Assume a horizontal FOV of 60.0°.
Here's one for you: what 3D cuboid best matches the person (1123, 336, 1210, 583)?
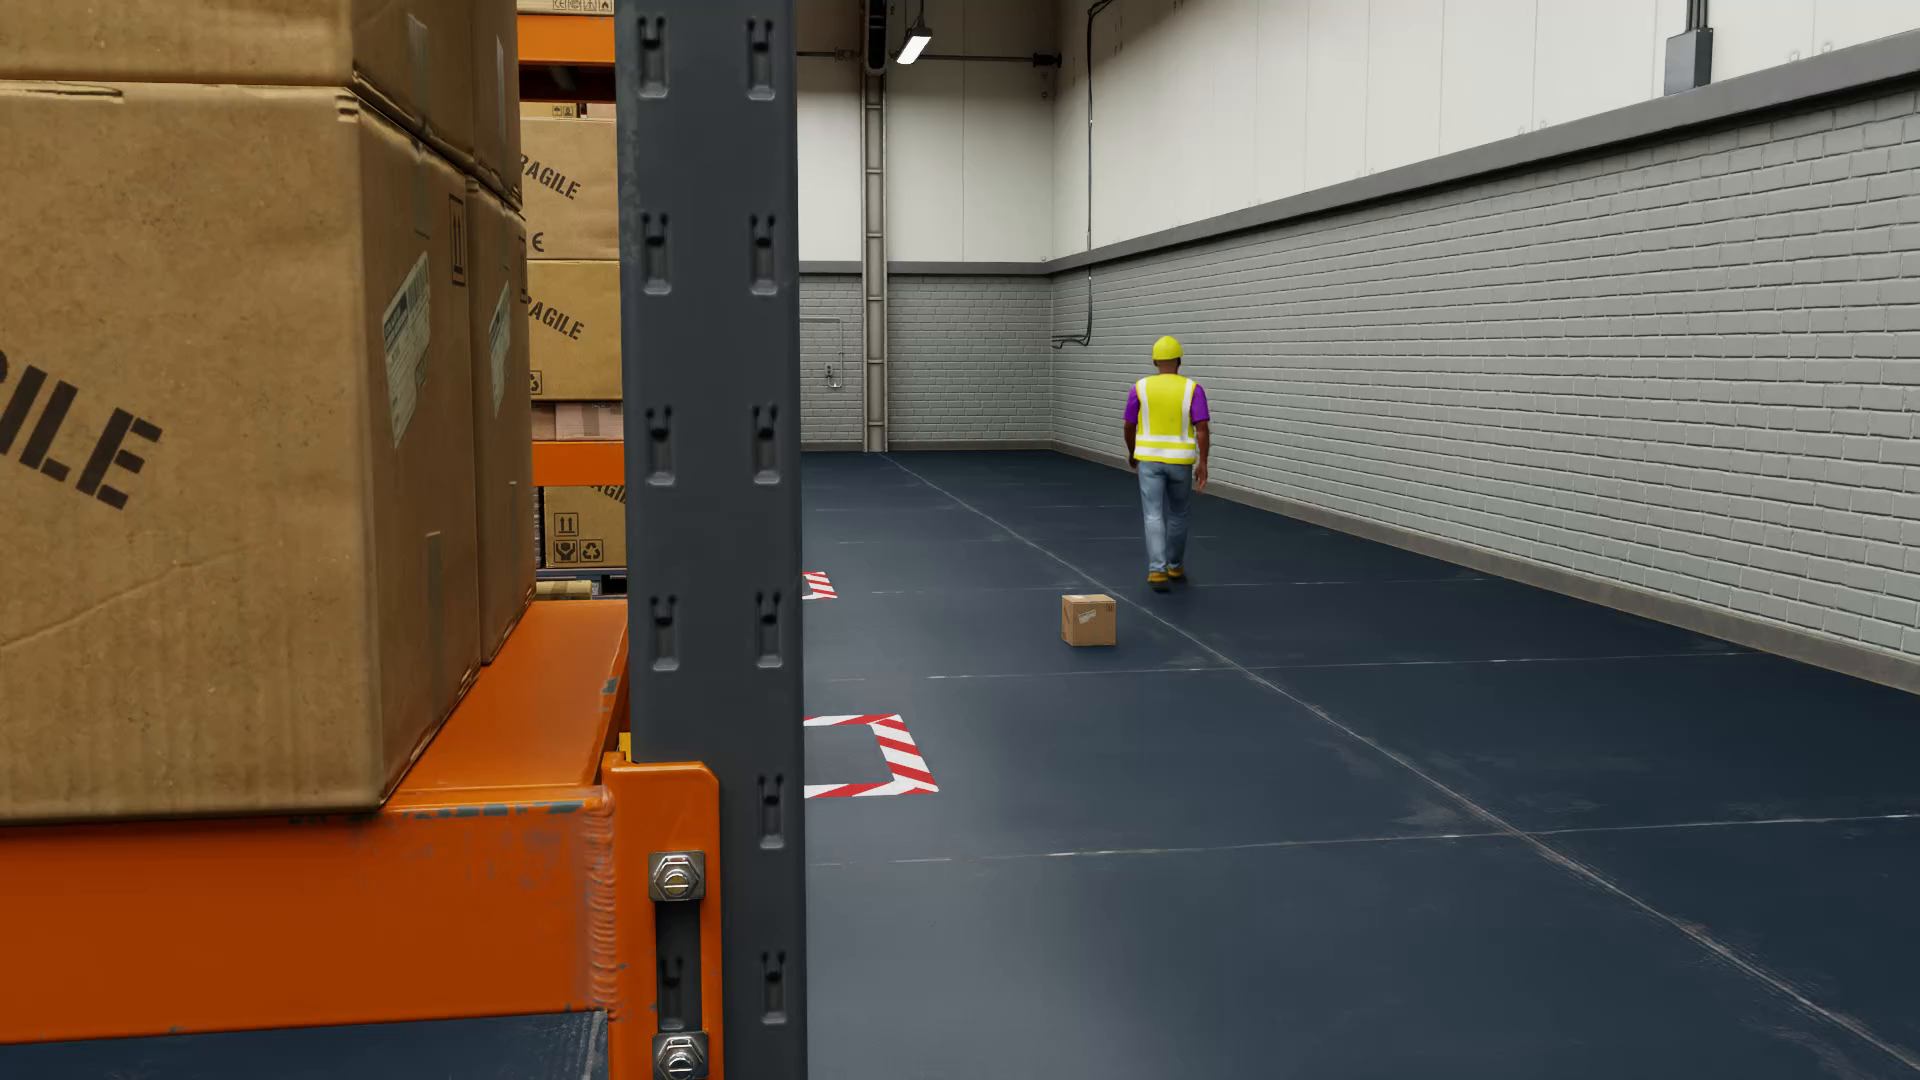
[{"bbox_3d":[1.436,-0.564,11.649,0.588,1.718,1.033,1,6,4],"label":"person"}]
